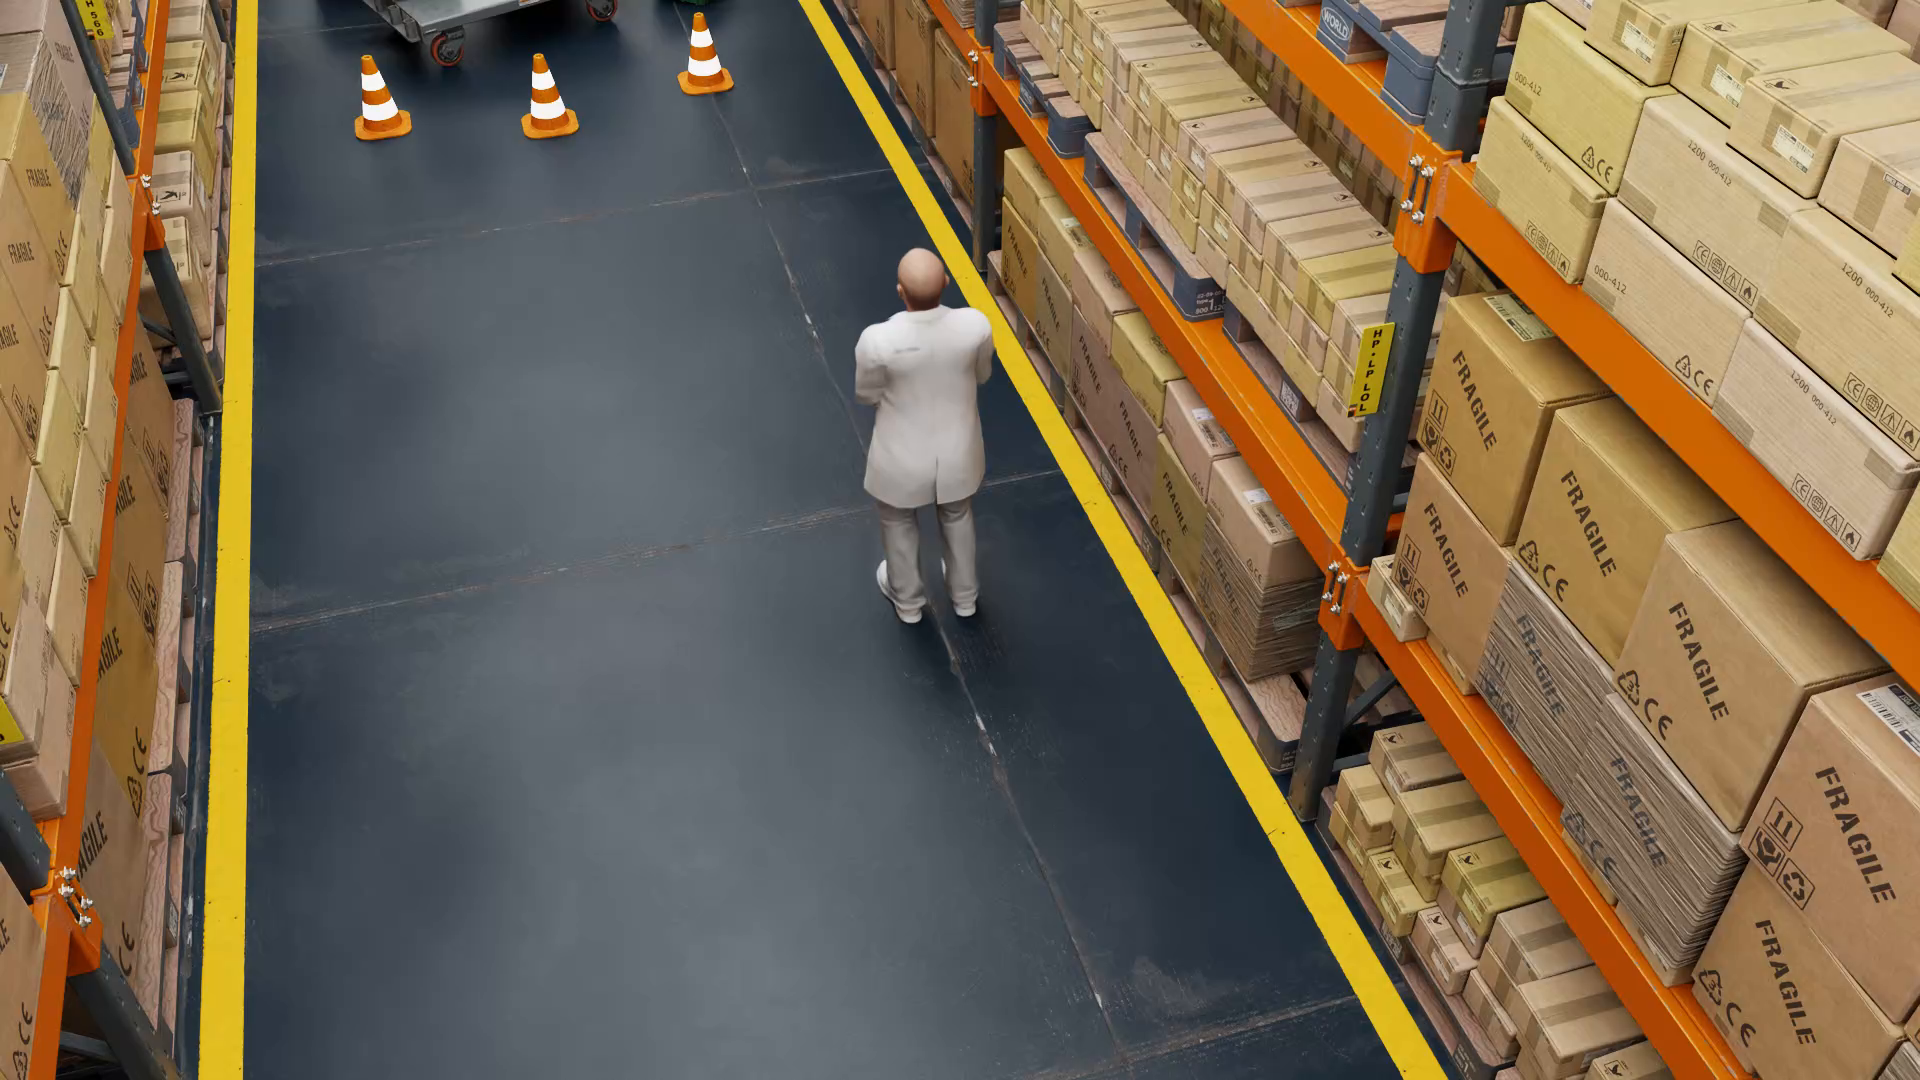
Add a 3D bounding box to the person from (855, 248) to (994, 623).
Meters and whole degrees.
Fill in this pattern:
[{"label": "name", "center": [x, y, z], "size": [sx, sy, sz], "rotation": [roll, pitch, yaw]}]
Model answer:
[{"label": "person", "center": [-0.167, -0.458, 6.681], "size": [0.548, 1.780, 0.535], "rotation": [-12, 43, -13]}]
